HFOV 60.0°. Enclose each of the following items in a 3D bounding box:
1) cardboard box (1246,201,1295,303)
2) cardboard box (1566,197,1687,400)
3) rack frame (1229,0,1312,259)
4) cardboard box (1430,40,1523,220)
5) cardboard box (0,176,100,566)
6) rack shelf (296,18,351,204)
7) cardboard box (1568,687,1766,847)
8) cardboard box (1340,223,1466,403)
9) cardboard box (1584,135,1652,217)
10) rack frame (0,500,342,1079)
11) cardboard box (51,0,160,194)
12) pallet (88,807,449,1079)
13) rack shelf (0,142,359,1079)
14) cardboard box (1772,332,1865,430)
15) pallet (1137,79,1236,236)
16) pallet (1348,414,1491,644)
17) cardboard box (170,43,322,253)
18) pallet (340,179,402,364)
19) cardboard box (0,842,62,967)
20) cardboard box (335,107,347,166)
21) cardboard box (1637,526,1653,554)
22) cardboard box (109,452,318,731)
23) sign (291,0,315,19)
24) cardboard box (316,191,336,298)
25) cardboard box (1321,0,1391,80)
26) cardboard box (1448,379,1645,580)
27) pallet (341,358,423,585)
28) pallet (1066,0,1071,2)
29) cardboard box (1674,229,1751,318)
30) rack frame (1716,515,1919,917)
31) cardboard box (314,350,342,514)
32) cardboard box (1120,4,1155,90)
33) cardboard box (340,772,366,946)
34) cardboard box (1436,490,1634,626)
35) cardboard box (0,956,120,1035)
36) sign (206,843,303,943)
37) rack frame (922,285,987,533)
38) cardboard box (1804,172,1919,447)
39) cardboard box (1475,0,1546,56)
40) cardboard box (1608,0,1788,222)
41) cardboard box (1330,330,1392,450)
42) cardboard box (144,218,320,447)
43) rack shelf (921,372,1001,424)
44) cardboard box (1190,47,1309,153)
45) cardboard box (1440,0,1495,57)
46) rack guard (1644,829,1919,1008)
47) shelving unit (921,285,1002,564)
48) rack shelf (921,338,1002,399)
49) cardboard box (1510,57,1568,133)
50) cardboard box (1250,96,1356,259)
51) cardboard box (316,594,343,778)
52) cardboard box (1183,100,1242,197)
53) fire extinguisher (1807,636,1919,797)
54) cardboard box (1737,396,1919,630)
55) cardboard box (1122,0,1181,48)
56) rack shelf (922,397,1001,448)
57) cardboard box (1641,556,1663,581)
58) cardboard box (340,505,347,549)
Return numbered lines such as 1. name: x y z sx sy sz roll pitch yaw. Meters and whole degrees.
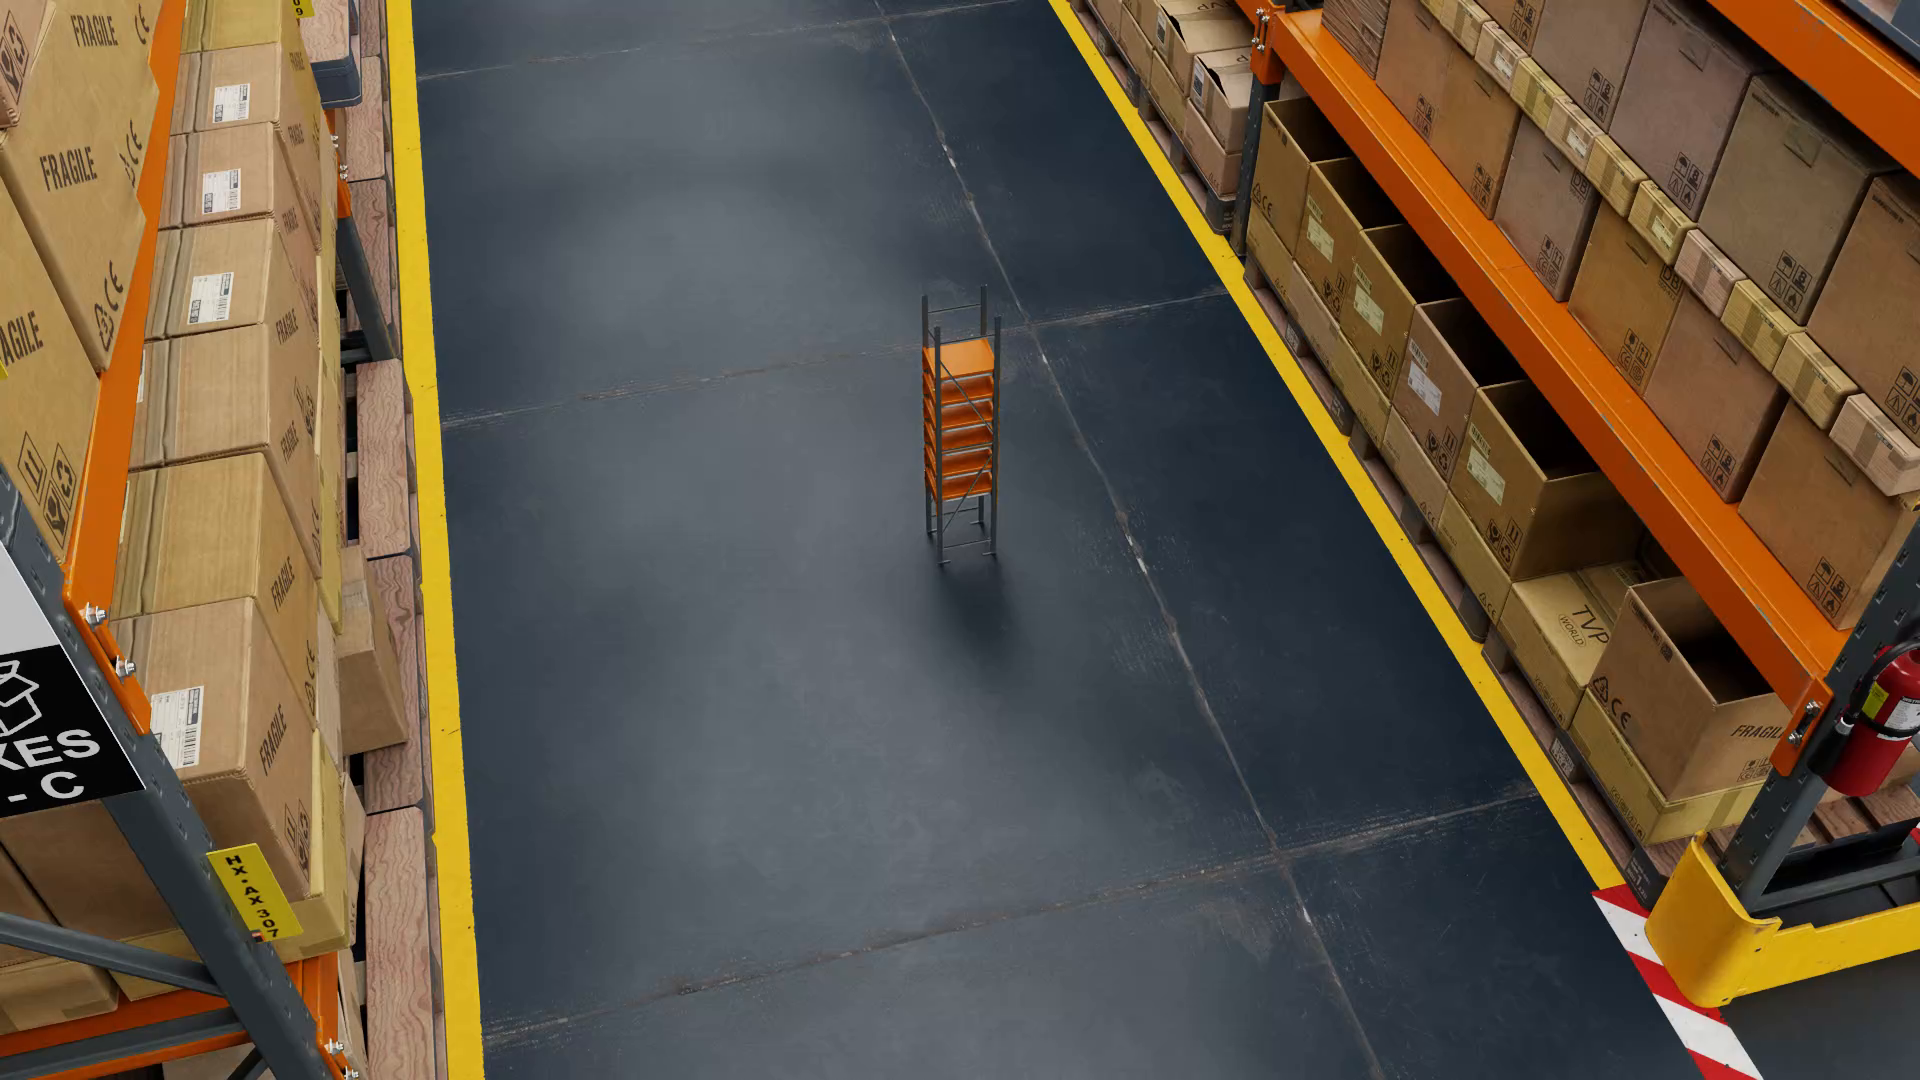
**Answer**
1. cardboard box: 1.647 -1.363 7.616 0.500 0.250 0.500 -11 47 -10
2. cardboard box: 2.477 -0.857 5.420 0.700 0.500 0.500 -10 46 -10
3. rack frame: 1.821 -2.554 7.152 1.000 3.000 0.127 -11 47 -10
4. cardboard box: 2.207 -1.573 6.122 0.700 0.500 0.500 -10 46 -10
5. cardboard box: -1.787 -0.252 2.713 0.500 0.500 0.500 -10 46 -9
6. rack shelf: -3.479 -2.774 7.872 1.077 0.370 4.000 -11 47 -10
7. cardboard box: 2.422 0.707 5.588 0.500 0.250 0.500 -11 47 -10
8. cardboard box: 1.893 -0.933 6.670 0.500 0.500 0.500 -11 47 -10
9. cardboard box: 2.230 -1.177 5.279 0.380 0.149 0.250 -10 46 -9
10. rack frame: -1.943 1.116 3.556 1.000 3.000 0.127 -11 47 -10
11. cardboard box: -2.026 -0.987 3.433 0.500 0.500 0.500 -9 46 -8
12. pallet: -2.136 1.473 5.159 1.003 0.211 1.213 -11 47 -10
13. rack shelf: -2.455 -0.013 5.166 1.077 0.370 4.000 -11 47 -10
14. cardboard box: 2.495 -0.463 4.580 0.380 0.149 0.250 -10 46 -9
15. pallet: 1.595 -2.079 8.640 1.003 0.211 1.213 -11 47 -10
16. pallet: 2.300 -0.177 6.776 1.003 0.211 1.213 -11 47 -10
17. cardboard box: -2.413 -1.249 5.440 0.500 0.500 0.500 -11 47 -11
18. pallet: -3.167 -1.206 7.785 1.003 0.211 1.213 -11 47 -10
19. cardboard box: -2.269 0.613 3.615 0.500 0.500 0.500 -11 47 -11
20. cardboard box: -3.443 -2.137 8.186 0.700 0.500 0.500 -10 46 -10
21. cardboard box: 2.653 -0.338 6.087 0.500 0.500 0.500 -11 47 -10
22. cardboard box: -1.891 0.172 4.047 0.500 0.500 0.500 -11 47 -10
23. sign: -2.444 -2.053 6.055 0.100 0.325 0.005 -11 47 -10
24. cardboard box: -2.433 -0.983 5.704 0.500 0.250 0.500 -11 47 -10
25. cardboard box: 1.941 -2.283 6.817 0.700 0.500 0.500 -12 47 -11
26. cardboard box: 2.150 -0.243 5.994 0.500 0.500 0.500 -11 47 -10
27. pallet: -2.760 -0.212 6.810 1.003 0.211 1.213 -11 47 -10
28. pallet: 0.970 -3.764 10.291 1.003 0.211 1.213 -11 47 -10
29. cardboard box: 2.367 -0.814 4.923 0.380 0.149 0.250 -10 46 -10
30. rack frame: 2.845 0.208 4.446 1.000 3.000 0.127 -11 47 -10
31. cardboard box: -2.159 -0.291 5.026 0.500 0.250 0.500 -10 46 -10
32. cardboard box: 1.175 -2.674 8.902 0.500 0.250 0.500 -10 46 -9
33. cardboard box: -2.179 1.016 5.229 0.500 0.311 0.500 -7 46 -7
34. cardboard box: 2.153 0.019 6.262 0.500 0.250 0.500 -11 47 -10
35. cardboard box: -2.250 0.875 3.884 0.500 0.250 0.500 -10 46 -10
36. sign: -1.418 0.714 3.344 0.100 0.325 0.005 -11 47 -10
37. rack frame: -0.020 -0.473 6.374 0.240 1.200 0.006 -11 47 -10
38. cardboard box: 2.724 -0.642 4.301 0.700 0.500 0.500 -11 47 -10
39. cardboard box: 2.199 -2.043 5.674 0.700 0.500 0.500 -11 47 -10
40. cardboard box: 2.455 -1.352 4.997 0.700 0.500 0.500 -11 47 -10
41. cardboard box: 1.893 -0.670 6.938 0.500 0.250 0.500 -11 47 -10
42. cardboard box: -2.161 -0.540 4.745 0.500 0.500 0.500 -9 46 -9
43. rack shelf: 0.004 -0.547 6.172 0.258 0.103 0.180 -11 47 -10
44. cardboard box: 1.440 -2.162 8.007 0.500 0.311 0.500 -11 47 -10
45. cardboard box: 1.965 -1.890 5.977 0.380 0.149 0.250 -12 47 -12
46. rack guard: 2.851 1.100 5.322 1.175 0.500 0.348 -11 47 -10
47. shelving unit: 0.004 -0.410 6.312 0.258 1.200 0.189 -11 47 -10
48. rack shelf: 0.004 -0.631 6.086 0.258 0.103 0.180 -11 47 -10
49. cardboard box: 2.103 -1.526 5.621 0.380 0.149 0.250 -11 47 -11
50. cardboard box: 1.637 -1.623 7.347 0.500 0.500 0.500 -11 47 -10
51. cardboard box: -1.907 0.411 4.338 0.500 0.250 0.500 -12 47 -12
52. cardboard box: 1.435 -1.971 8.213 0.500 0.250 0.500 -11 47 -11
53. fire extinguisher: 2.426 0.402 4.310 0.296 0.674 0.183 -11 47 -10
54. cardboard box: 2.738 -0.152 4.728 0.700 0.500 0.500 -11 47 -10
55. cardboard box: 1.176 -2.865 8.696 0.500 0.311 0.500 -11 47 -10
56. rack shelf: 0.004 -0.463 6.258 0.258 0.103 0.180 -11 47 -10
57. cardboard box: 2.791 0.268 6.018 0.500 0.250 0.500 -11 47 -10
58. cardboard box: -2.662 -0.215 6.303 0.500 0.500 0.500 -14 47 -13
